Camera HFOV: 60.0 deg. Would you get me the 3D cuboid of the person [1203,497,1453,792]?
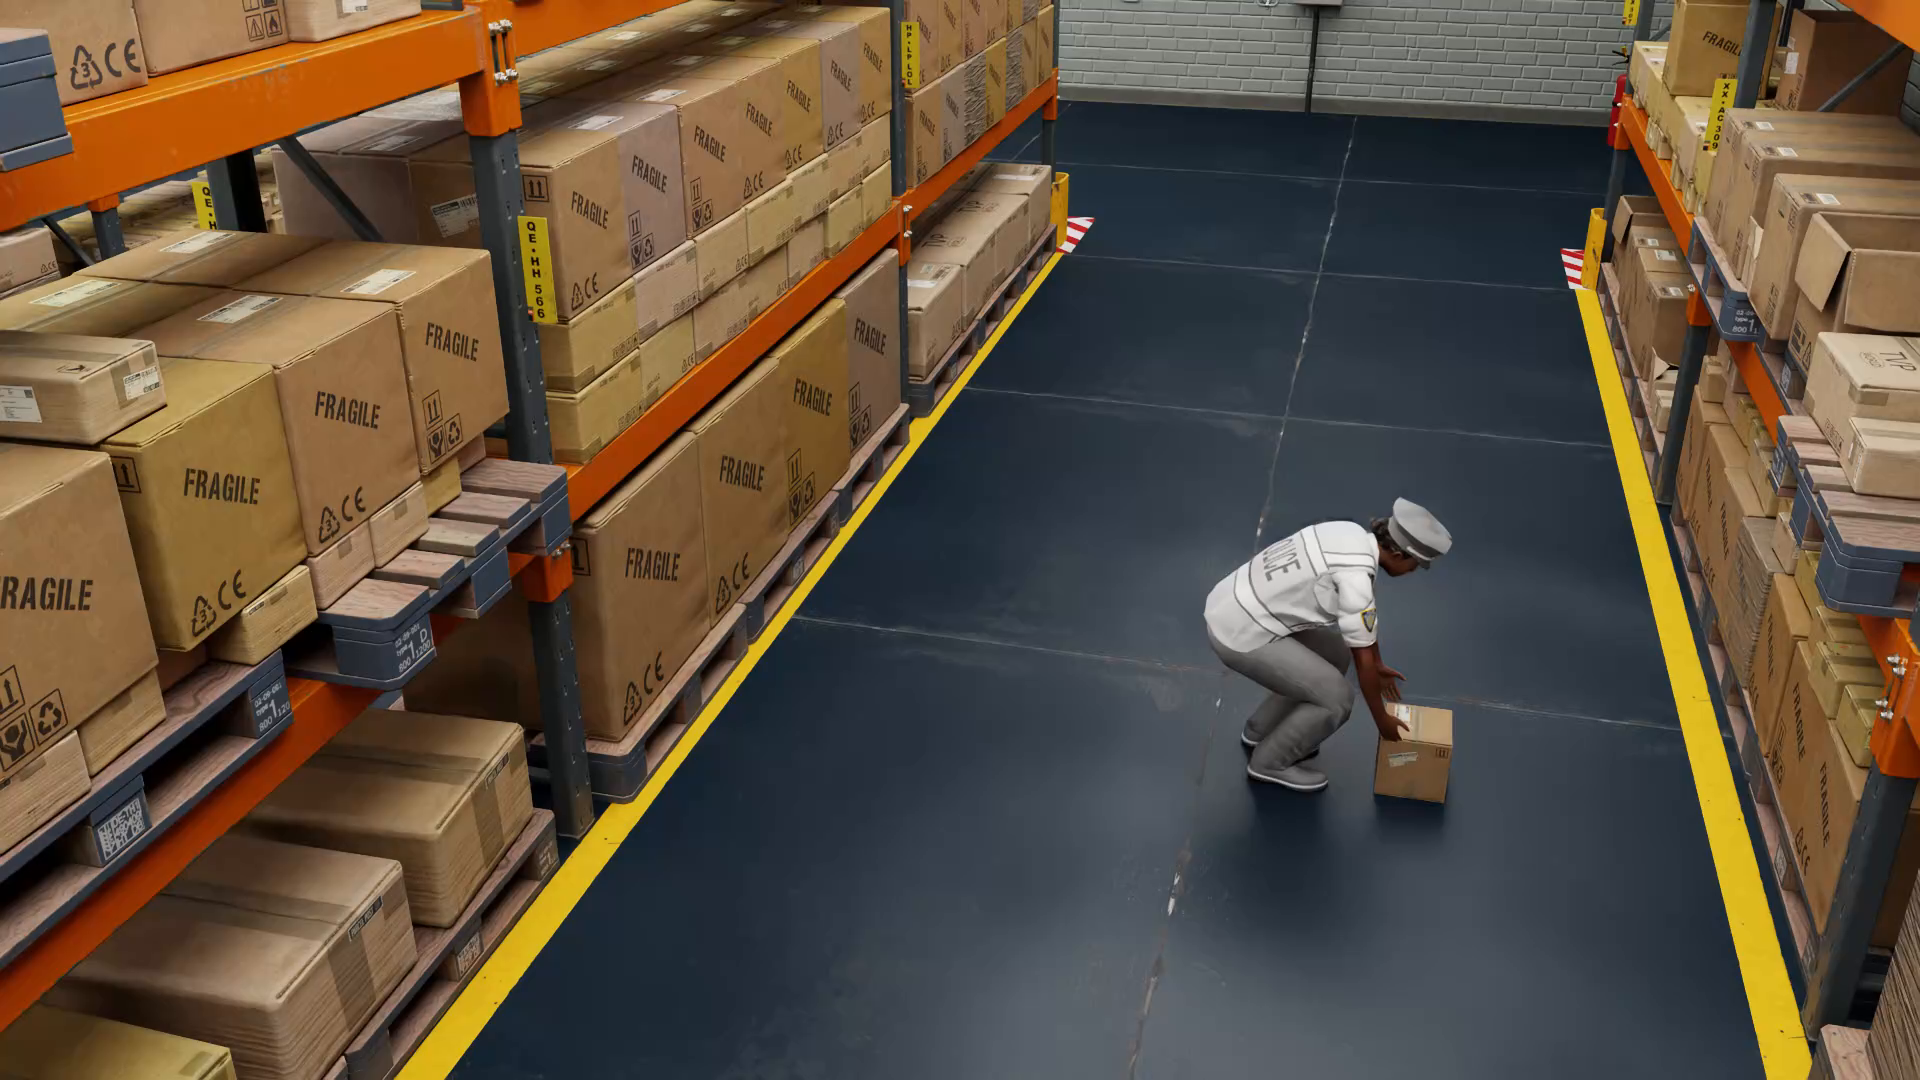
[{"bbox_3d":[1.309,0.353,6.050,0.835,1.083,0.489,6,26,13],"label":"person"}]
